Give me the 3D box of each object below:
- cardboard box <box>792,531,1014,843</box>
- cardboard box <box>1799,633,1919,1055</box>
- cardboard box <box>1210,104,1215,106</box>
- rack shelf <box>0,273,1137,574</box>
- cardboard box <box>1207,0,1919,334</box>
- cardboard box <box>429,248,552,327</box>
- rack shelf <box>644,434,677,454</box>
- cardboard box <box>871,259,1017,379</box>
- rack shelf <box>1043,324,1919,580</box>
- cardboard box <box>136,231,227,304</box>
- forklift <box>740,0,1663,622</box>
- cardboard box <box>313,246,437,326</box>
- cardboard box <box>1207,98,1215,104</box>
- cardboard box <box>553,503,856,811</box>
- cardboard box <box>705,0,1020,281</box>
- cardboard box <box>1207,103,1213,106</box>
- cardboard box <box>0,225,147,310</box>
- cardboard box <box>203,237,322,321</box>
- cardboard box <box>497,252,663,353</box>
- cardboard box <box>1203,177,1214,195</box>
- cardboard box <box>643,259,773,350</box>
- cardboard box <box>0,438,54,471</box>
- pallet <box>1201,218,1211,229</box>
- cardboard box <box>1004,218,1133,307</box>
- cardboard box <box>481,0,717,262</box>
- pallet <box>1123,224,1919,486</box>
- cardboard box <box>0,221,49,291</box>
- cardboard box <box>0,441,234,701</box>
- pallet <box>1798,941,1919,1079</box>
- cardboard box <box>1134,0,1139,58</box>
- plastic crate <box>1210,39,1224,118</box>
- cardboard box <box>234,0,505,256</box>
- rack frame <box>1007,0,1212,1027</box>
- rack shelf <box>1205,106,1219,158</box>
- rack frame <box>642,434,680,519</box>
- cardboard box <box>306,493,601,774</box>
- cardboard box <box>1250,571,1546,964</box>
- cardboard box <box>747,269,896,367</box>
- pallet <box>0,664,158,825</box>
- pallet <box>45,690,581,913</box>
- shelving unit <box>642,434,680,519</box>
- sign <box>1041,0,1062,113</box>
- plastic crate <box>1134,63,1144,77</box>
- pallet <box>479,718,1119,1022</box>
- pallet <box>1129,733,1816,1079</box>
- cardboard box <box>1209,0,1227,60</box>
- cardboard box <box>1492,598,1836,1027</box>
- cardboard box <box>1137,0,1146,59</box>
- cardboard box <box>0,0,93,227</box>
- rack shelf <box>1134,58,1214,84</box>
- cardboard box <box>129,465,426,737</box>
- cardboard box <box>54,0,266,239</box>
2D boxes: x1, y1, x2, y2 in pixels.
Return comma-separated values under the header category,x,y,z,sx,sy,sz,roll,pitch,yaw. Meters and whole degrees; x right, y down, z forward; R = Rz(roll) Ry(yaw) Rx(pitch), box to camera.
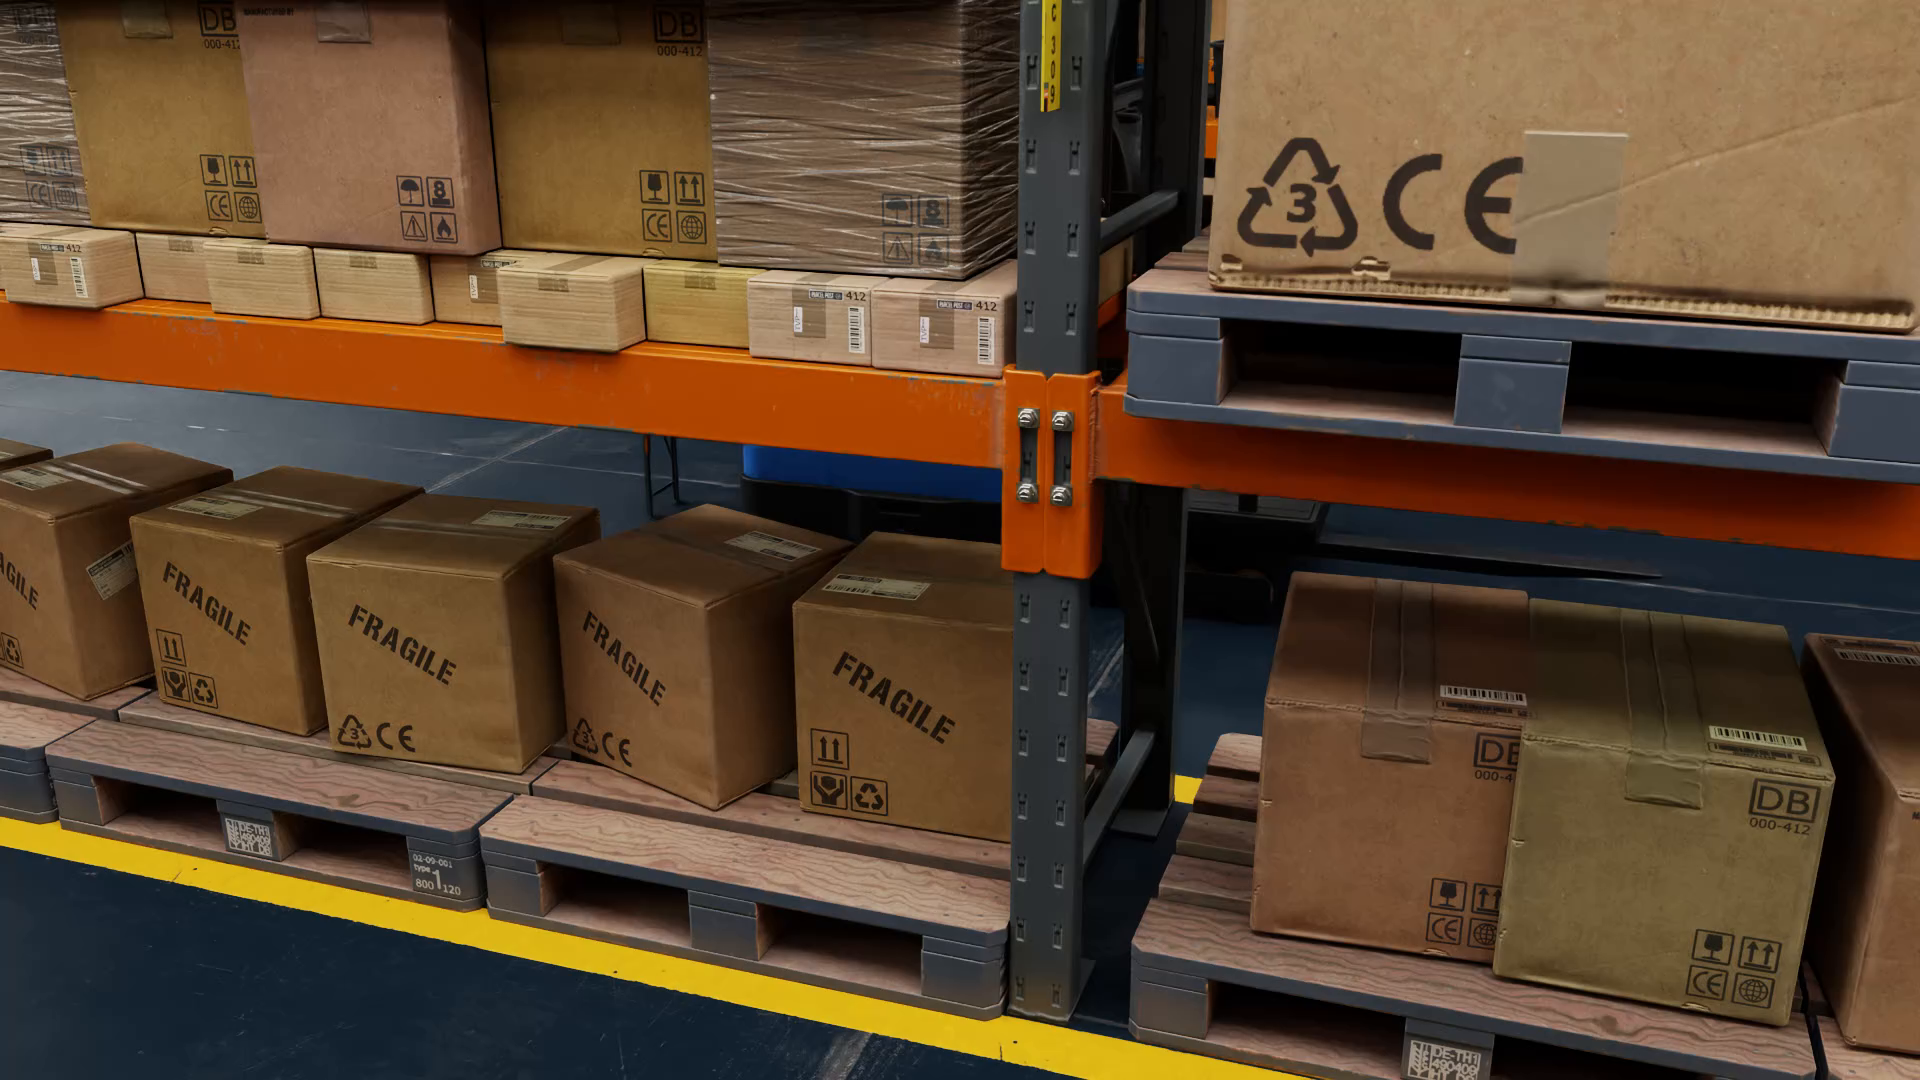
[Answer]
category,x,y,z,sx,sy,sz,roll,pitch,yaw
cardboard box,-0.046,0.315,3.775,0.500,0.500,0.500,6,20,16
cardboard box,1.864,0.552,3.065,0.500,0.500,0.700,5,20,13
cardboard box,2.121,-3.038,12.633,0.500,0.500,0.500,7,20,18
rack shelf,-1.571,-0.488,4.011,4.000,0.370,1.077,7,20,18
cardboard box,1.023,-0.964,2.734,1.000,1.000,1.000,7,20,18
cardboard box,-0.896,-0.560,3.509,0.250,0.149,0.380,7,20,18
rack shelf,-0.908,-0.407,6.230,0.480,0.148,0.258,6,20,17
cardboard box,0.019,-0.424,3.118,0.250,0.149,0.380,7,20,18
rack shelf,2.208,-0.056,2.771,4.000,0.370,1.077,7,20,18
cardboard box,-1.604,-0.642,3.742,0.250,0.149,0.380,7,20,18
forklift,0.806,-1.317,5.403,3.031,2.935,1.130,6,20,17
cardboard box,-1.146,-0.575,3.550,0.250,0.149,0.380,7,20,18
cardboard box,1.820,-3.254,13.254,0.500,0.500,0.500,7,20,18
cardboard box,-0.590,0.256,3.945,0.500,0.500,0.500,14,24,35
cardboard box,-0.087,-0.867,3.402,0.500,0.500,0.875,7,20,18
cardboard box,1.644,-3.087,12.776,0.500,0.500,0.500,7,20,18
cardboard box,-1.884,-0.628,3.701,0.250,0.149,0.380,7,20,18
cardboard box,-1.393,-0.591,3.596,0.250,0.149,0.380,7,20,18
cardboard box,-0.703,-0.492,3.314,0.250,0.149,0.380,7,20,18
cardboard box,2.117,-2.680,12.746,0.500,0.250,0.500,7,20,18
cardboard box,-0.431,-0.500,3.335,0.250,0.149,0.380,7,20,18
cardboard box,-2.876,0.011,4.646,0.500,0.500,0.500,11,22,28
pallet,1.679,-2.604,13.227,1.213,0.211,1.003,7,20,18
cardboard box,0.214,-0.609,3.649,0.250,0.149,0.380,7,20,18
cardboard box,-0.547,-0.932,3.588,0.500,0.500,0.875,7,20,18
pallet,0.993,-0.393,2.938,1.213,0.211,1.003,7,20,18
cardboard box,-2.086,-0.687,3.871,0.250,0.149,0.380,7,20,18
cardboard box,-2.300,0.065,4.491,0.500,0.500,0.500,13,23,32
pallet,2.210,0.920,3.115,1.213,0.211,1.003,7,20,18
cardboard box,1.196,-4.005,12.857,0.500,0.500,0.700,7,20,18
plastic crate,1.491,-2.218,7.977,0.504,0.338,0.767,7,20,18
cardboard box,-1.053,-0.954,3.653,0.500,0.500,0.875,7,20,18
rack frame,0.318,-0.611,3.273,0.127,3.000,1.000,7,20,18
rack shelf,0.054,-2.028,8.429,4.000,0.370,1.077,7,20,18
rack frame,-1.141,-0.683,6.212,0.015,1.200,0.240,6,20,17
cardboard box,-1.202,0.213,4.068,0.500,0.500,0.500,5,20,13
cardboard box,0.891,0.434,3.402,0.500,0.500,0.700,5,20,14
cardboard box,-0.214,-0.454,3.204,0.250,0.149,0.380,7,20,18
pallet,-2.633,0.380,4.664,1.213,0.211,1.003,7,20,18
pallet,-1.484,0.513,4.285,1.213,0.211,1.003,7,20,18
shelving unit,-0.908,-0.658,6.142,0.503,1.200,0.258,6,20,17
sign,0.147,-0.851,2.644,0.005,0.325,0.100,7,20,18
plastic crate,0.809,-2.116,7.816,0.616,0.251,0.499,7,20,18
pallet,-0.328,0.644,3.908,1.213,0.211,1.003,7,20,18
pallet,1.054,0.789,3.492,1.213,0.211,1.003,7,20,18
cardboard box,2.179,-3.895,12.540,0.500,0.500,0.700,7,20,19
cardboard box,1.336,0.492,3.238,0.500,0.500,0.700,6,20,18
cardboard box,1.694,-3.949,12.697,0.500,0.500,0.700,7,20,20
cardboard box,-1.980,-1.079,4.010,0.500,0.500,0.875,7,20,18
rack shelf,1.683,-3.567,12.846,4.000,0.370,1.077,7,20,18
cardboard box,-1.715,0.139,4.281,0.500,0.500,0.500,9,21,23
cardboard box,-1.511,-1.021,3.845,0.500,0.500,0.875,7,20,18
